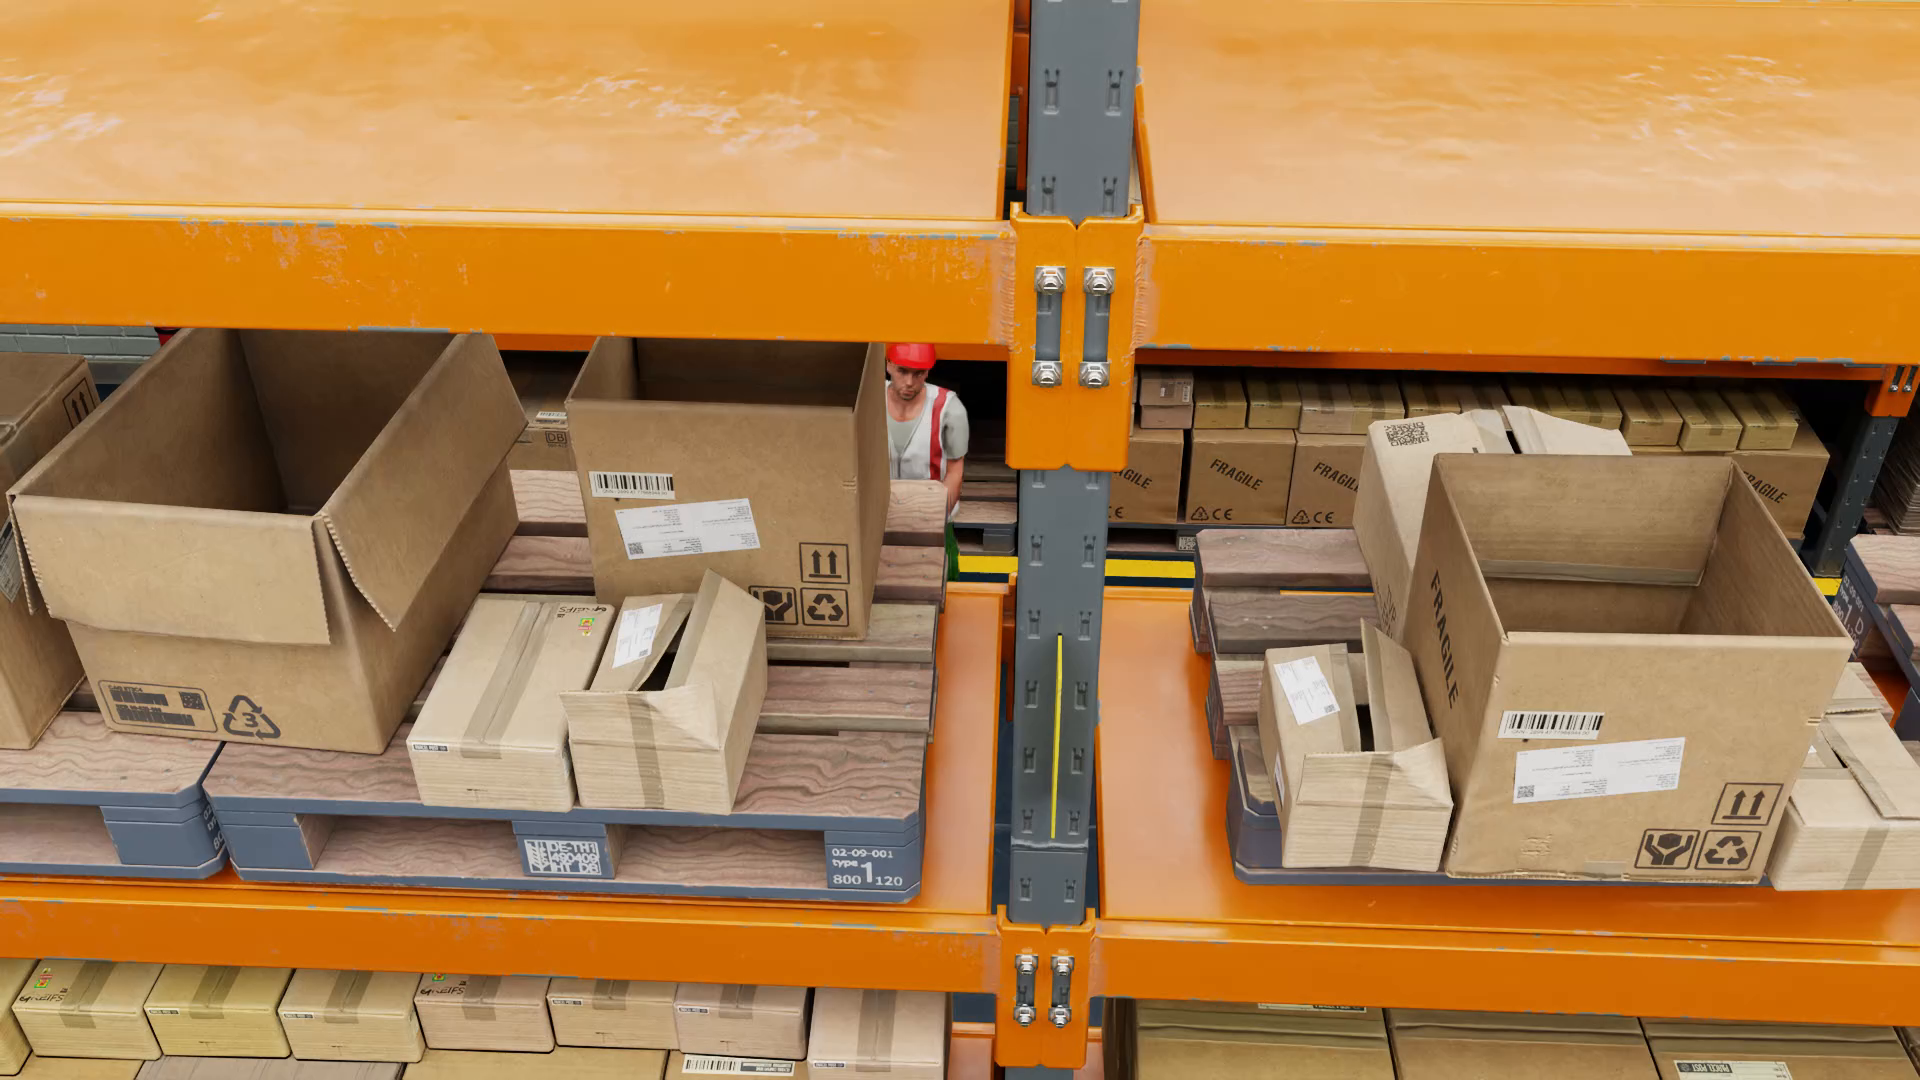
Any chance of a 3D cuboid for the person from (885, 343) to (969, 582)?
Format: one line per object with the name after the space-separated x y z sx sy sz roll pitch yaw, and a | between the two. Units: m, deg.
-0.267 -0.079 7.165 0.580 1.800 0.442 6 36 9 | person
